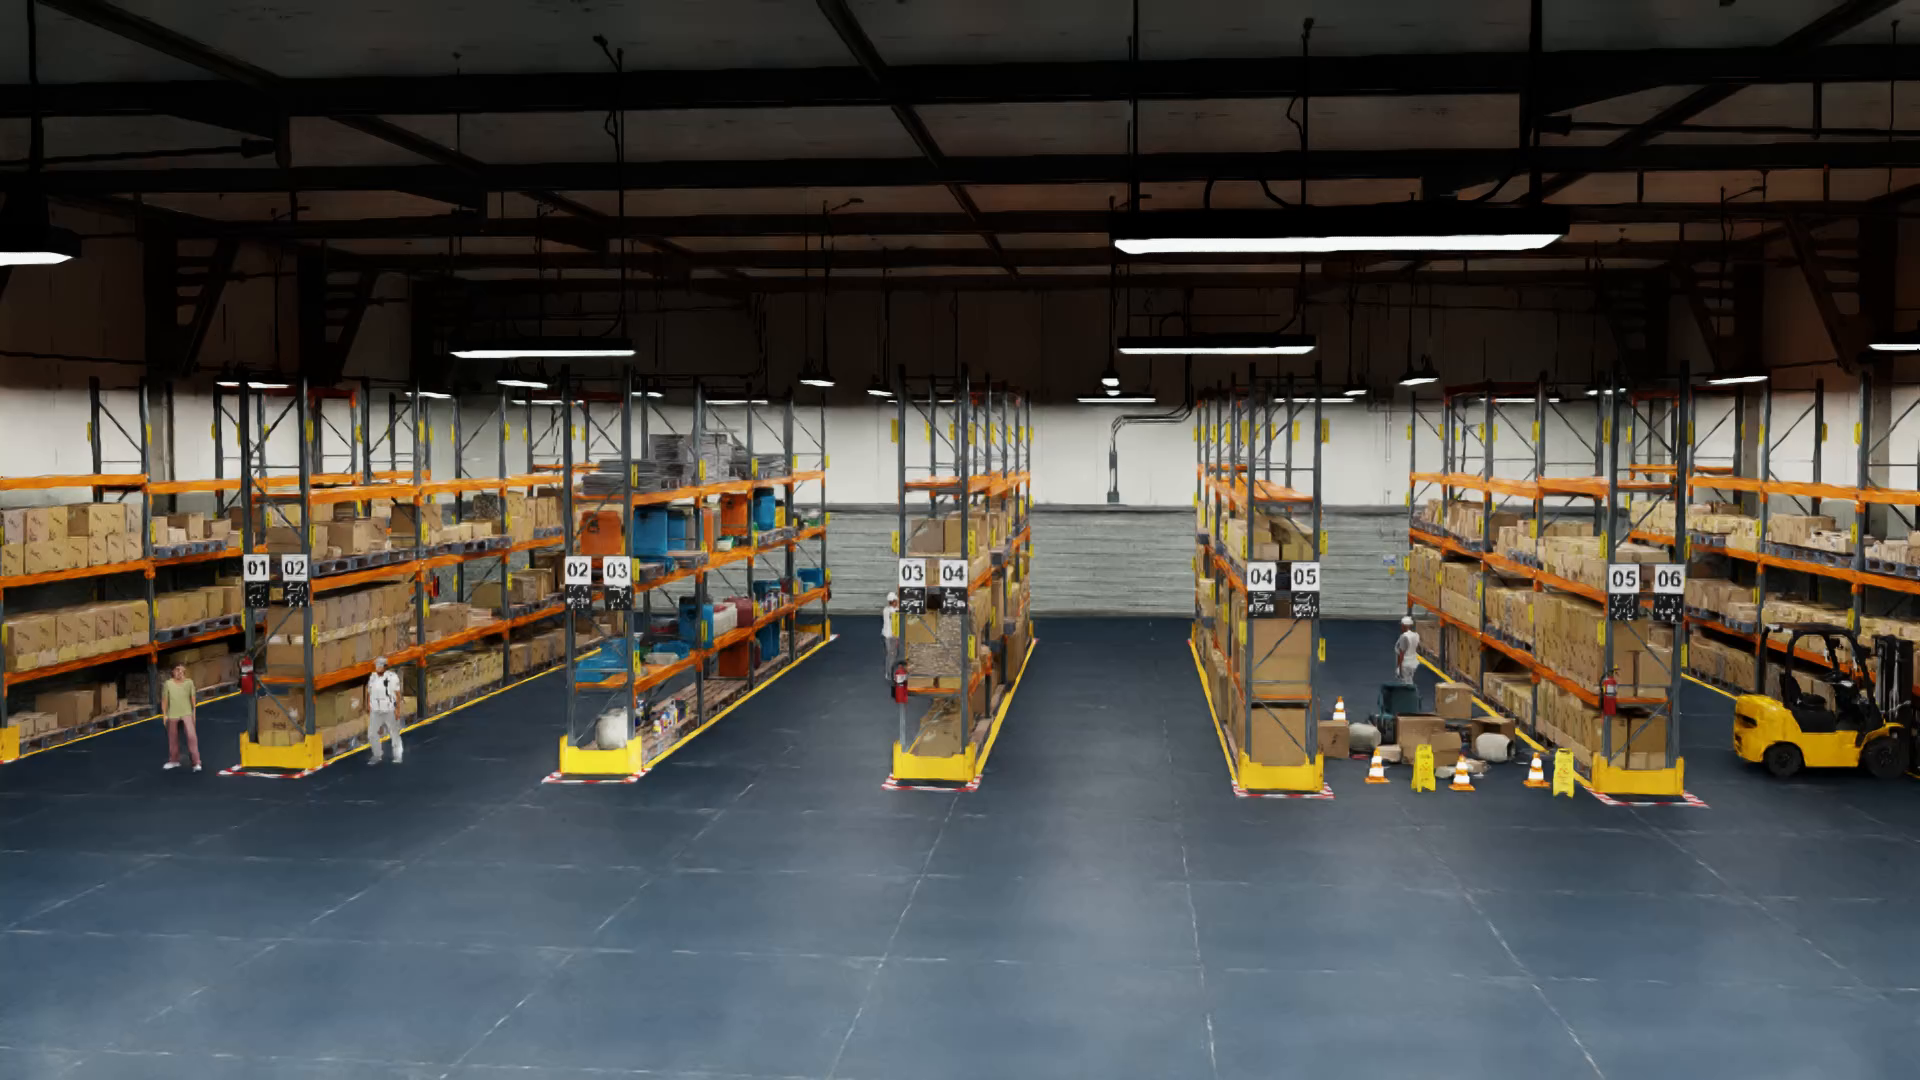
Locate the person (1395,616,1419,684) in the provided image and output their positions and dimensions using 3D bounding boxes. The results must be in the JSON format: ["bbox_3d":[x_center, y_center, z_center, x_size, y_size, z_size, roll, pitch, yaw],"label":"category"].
[{"bbox_3d":[7.832,2.218,29.272,0.577,1.783,0.662,2,4,34],"label":"person"}]

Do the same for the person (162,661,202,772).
[{"bbox_3d":[-11.492,2.594,24.543,0.573,1.621,0.875,-1,4,-20],"label":"person"}]

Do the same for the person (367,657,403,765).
[{"bbox_3d":[-8.722,2.569,25.190,0.532,1.641,0.567,0,4,7],"label":"person"}]

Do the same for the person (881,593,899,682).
[{"bbox_3d":[-1.333,1.946,33.547,0.463,1.782,0.598,-1,4,-21],"label":"person"}]
